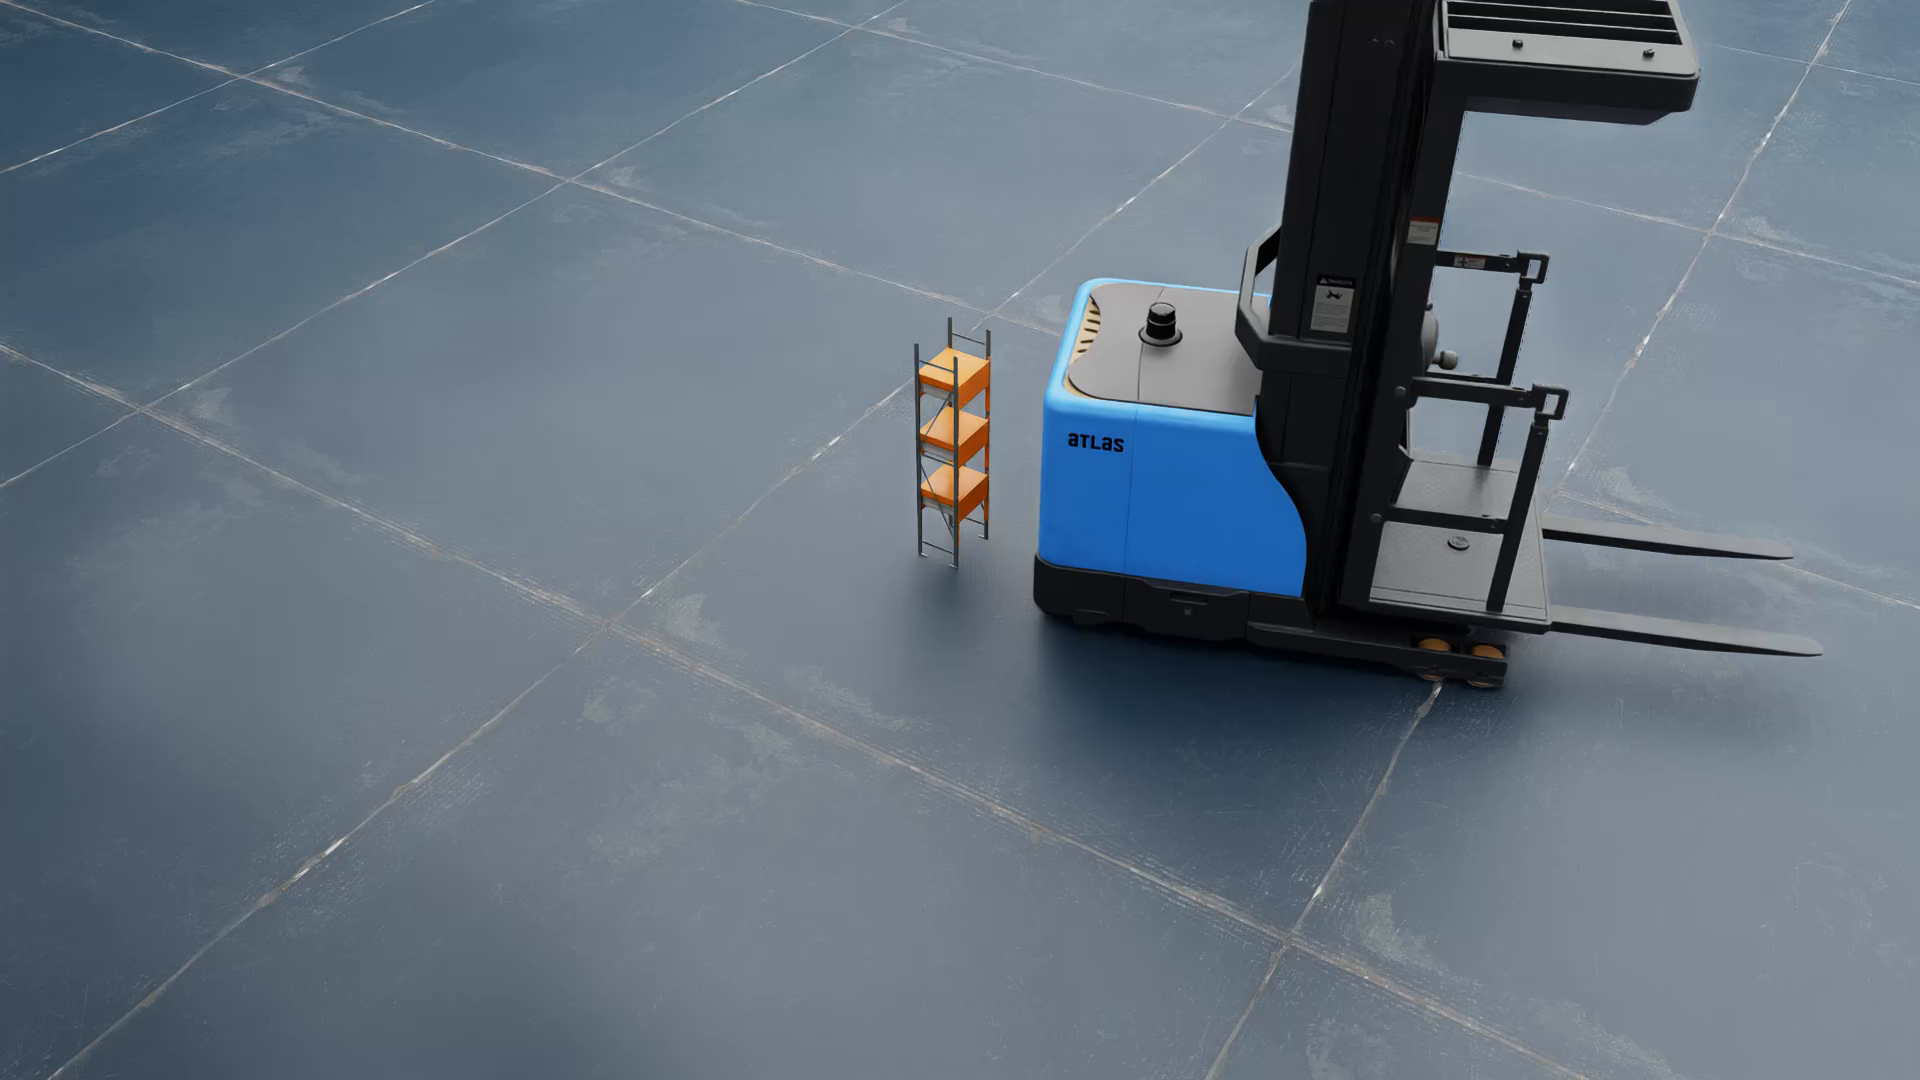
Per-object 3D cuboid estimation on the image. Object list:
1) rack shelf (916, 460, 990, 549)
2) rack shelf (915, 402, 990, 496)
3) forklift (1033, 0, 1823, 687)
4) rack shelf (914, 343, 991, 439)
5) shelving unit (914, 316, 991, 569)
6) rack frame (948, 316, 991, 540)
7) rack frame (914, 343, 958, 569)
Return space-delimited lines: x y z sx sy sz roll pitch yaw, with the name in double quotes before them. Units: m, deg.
"rack shelf" -0.029 -0.160 7.070 0.215 0.259 0.240 21 42 25
"rack shelf" -0.029 -0.380 6.900 0.215 0.259 0.240 21 42 25
"forklift" 1.871 -0.941 6.070 3.031 2.935 1.130 7 38 9
"rack shelf" -0.029 -0.605 6.727 0.215 0.259 0.240 21 42 25
"shelving unit" -0.029 -0.388 6.894 0.215 1.050 0.252 21 42 25
"rack frame" 0.037 -0.451 6.975 0.200 1.050 0.008 21 42 25
"rack frame" -0.094 -0.325 6.812 0.200 1.050 0.008 21 42 25
